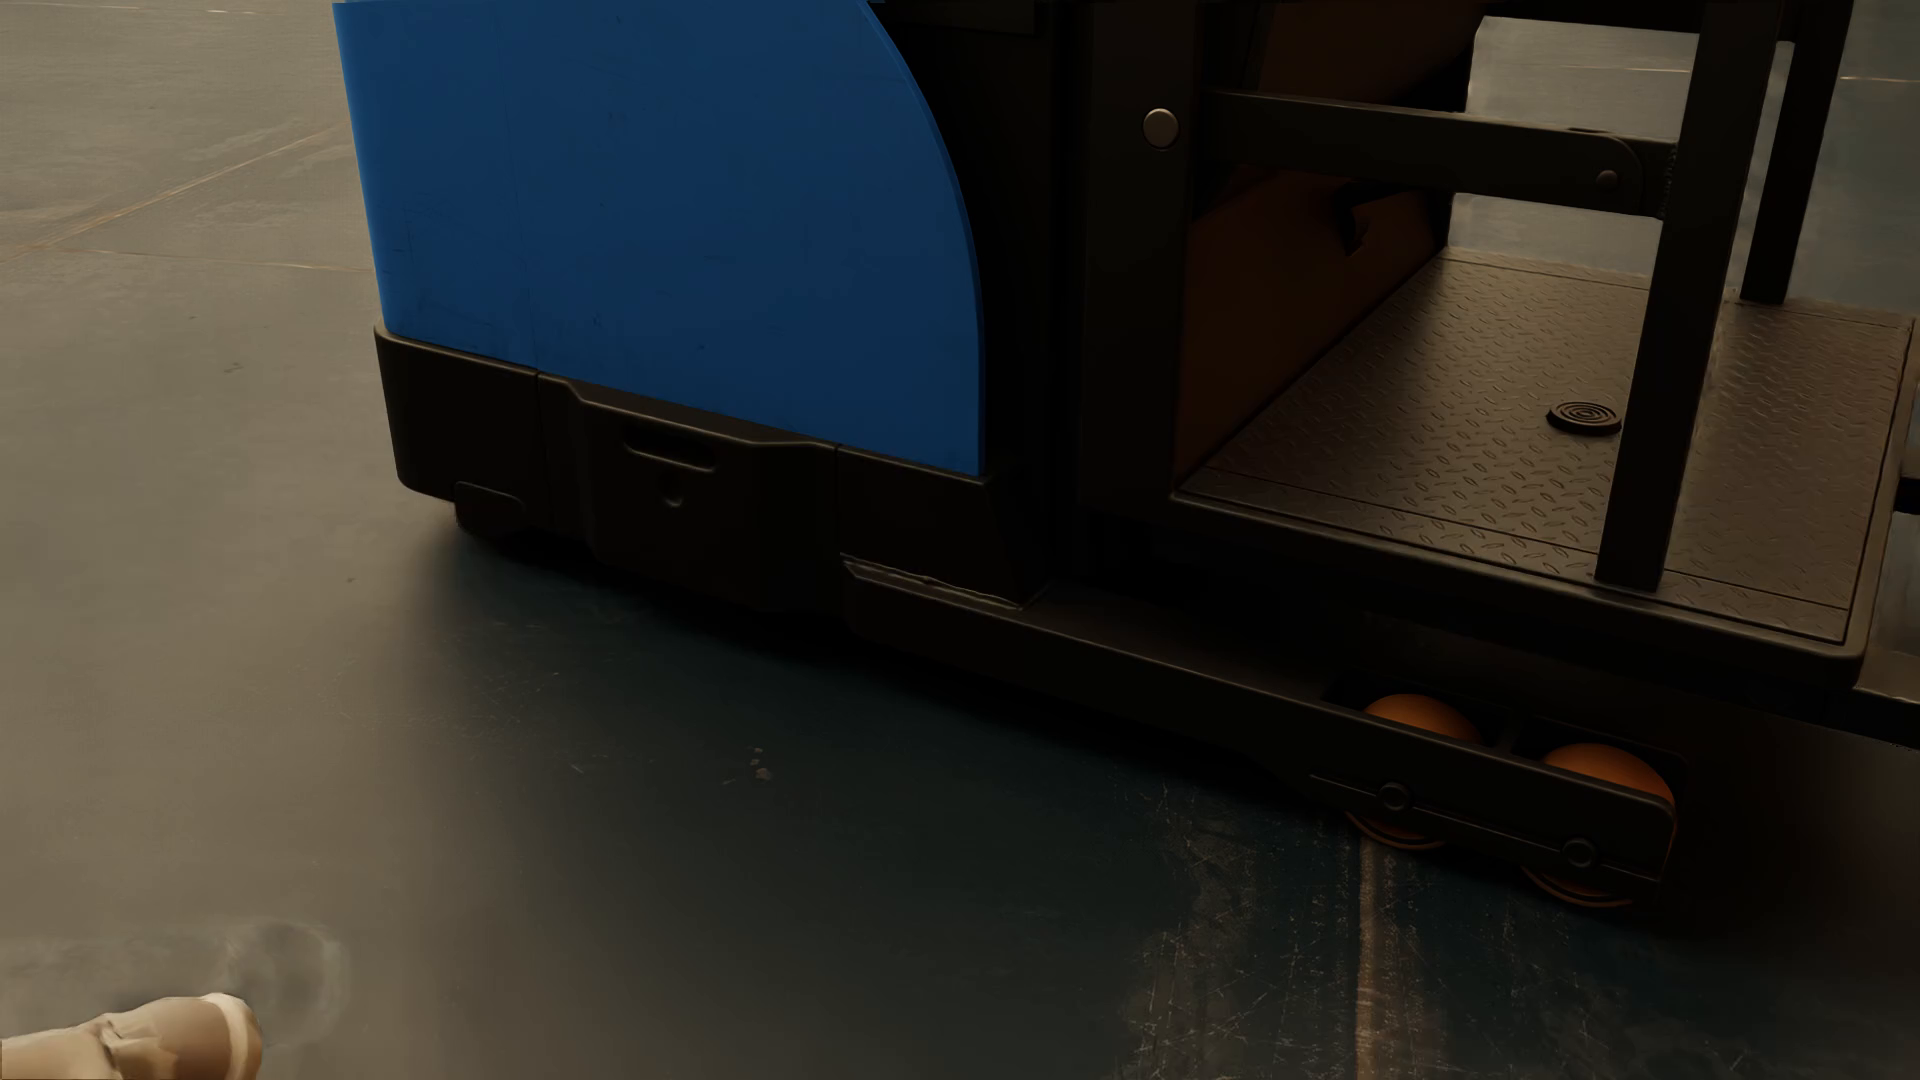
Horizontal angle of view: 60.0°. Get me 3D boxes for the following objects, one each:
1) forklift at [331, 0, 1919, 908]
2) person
[{"bbox_3d":[0.671,-1.199,1.623,3.031,2.935,1.130,15,30,27],"label":"forklift"},{"bbox_3d":[-1.039,0.056,0.852,1.045,1.437,0.791,-8,28,-15],"label":"person"}]
